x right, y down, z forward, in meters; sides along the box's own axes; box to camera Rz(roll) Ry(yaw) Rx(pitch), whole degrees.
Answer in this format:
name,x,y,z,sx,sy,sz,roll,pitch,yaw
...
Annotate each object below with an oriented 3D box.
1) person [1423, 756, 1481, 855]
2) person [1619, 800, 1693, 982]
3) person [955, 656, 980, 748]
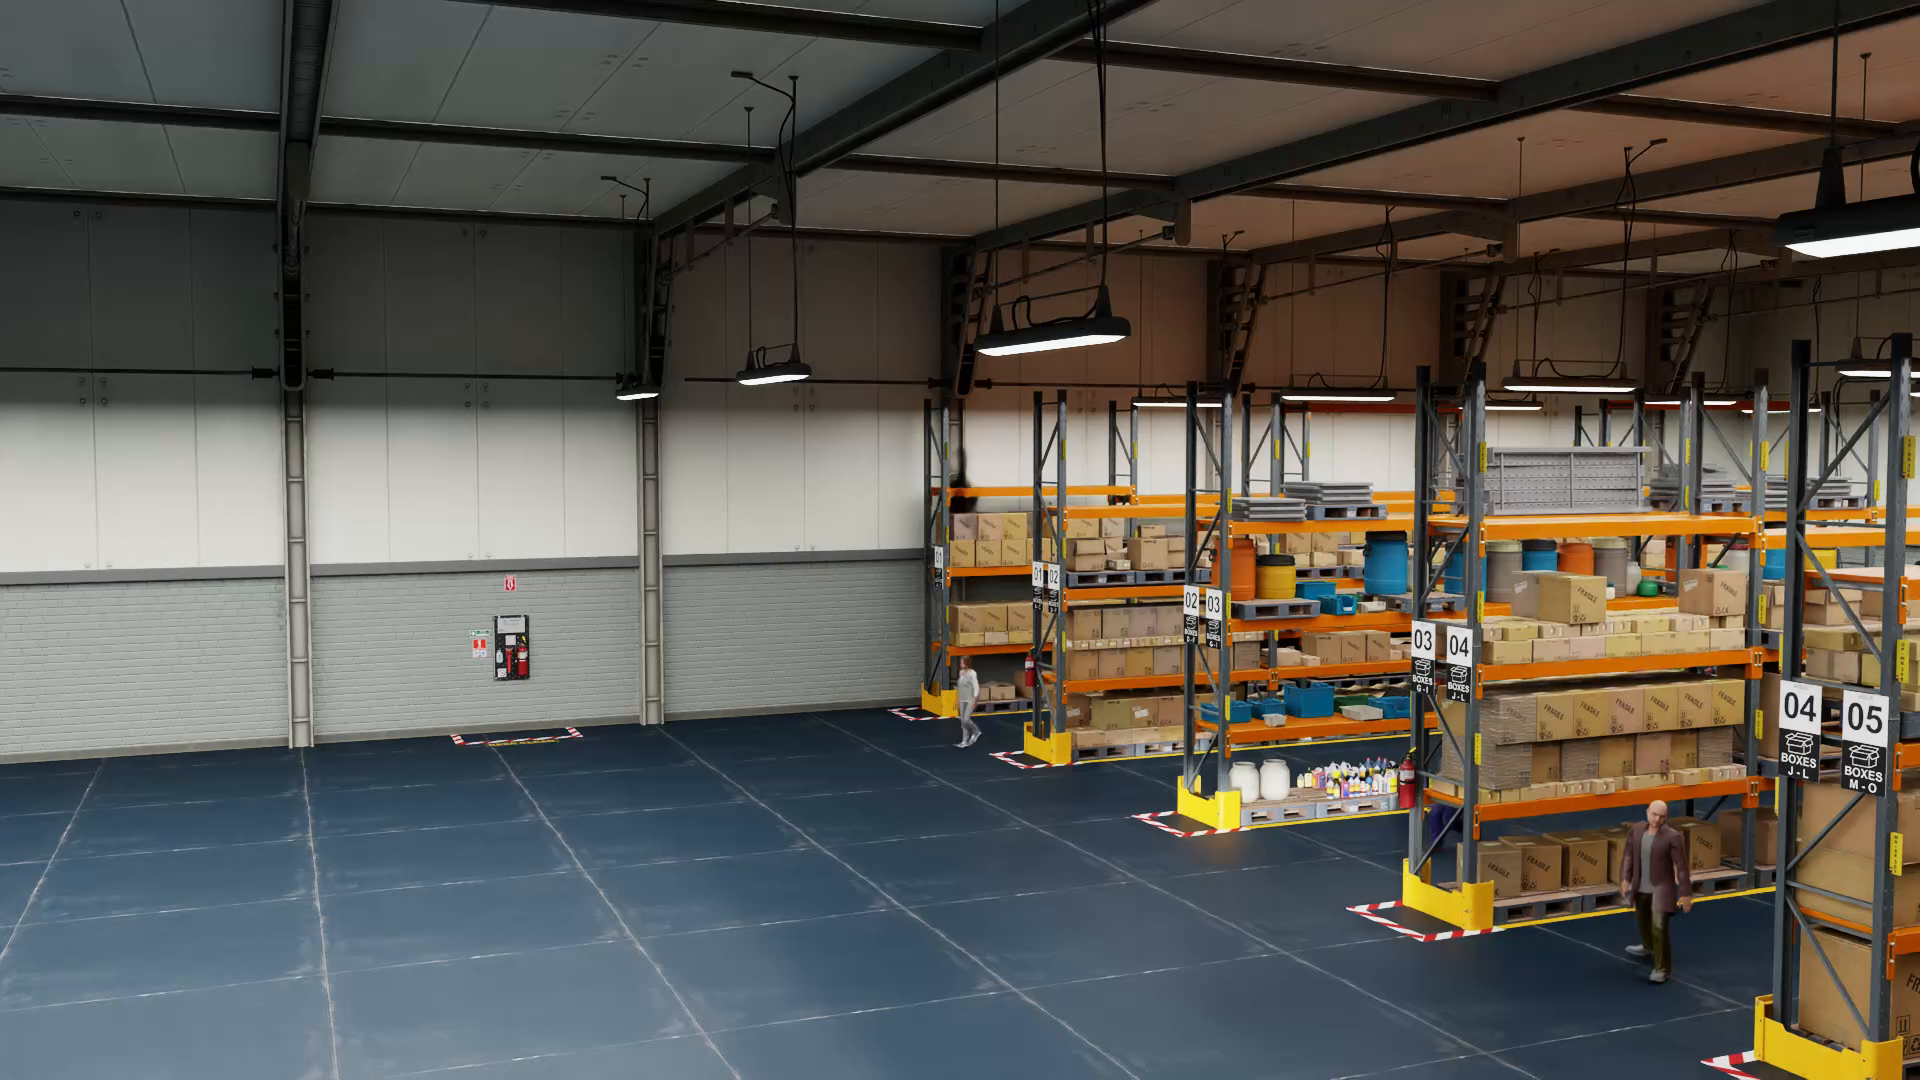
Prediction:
name,x,y,z,sx,sy,sz,roll,pitch,yaw
person,6.228,3.165,20.782,0.774,1.616,0.645,-1,4,-18
person,6.768,3.348,16.214,0.787,1.715,0.859,-2,4,-32
person,0.179,2.717,27.921,0.457,1.573,0.465,-3,4,-41
